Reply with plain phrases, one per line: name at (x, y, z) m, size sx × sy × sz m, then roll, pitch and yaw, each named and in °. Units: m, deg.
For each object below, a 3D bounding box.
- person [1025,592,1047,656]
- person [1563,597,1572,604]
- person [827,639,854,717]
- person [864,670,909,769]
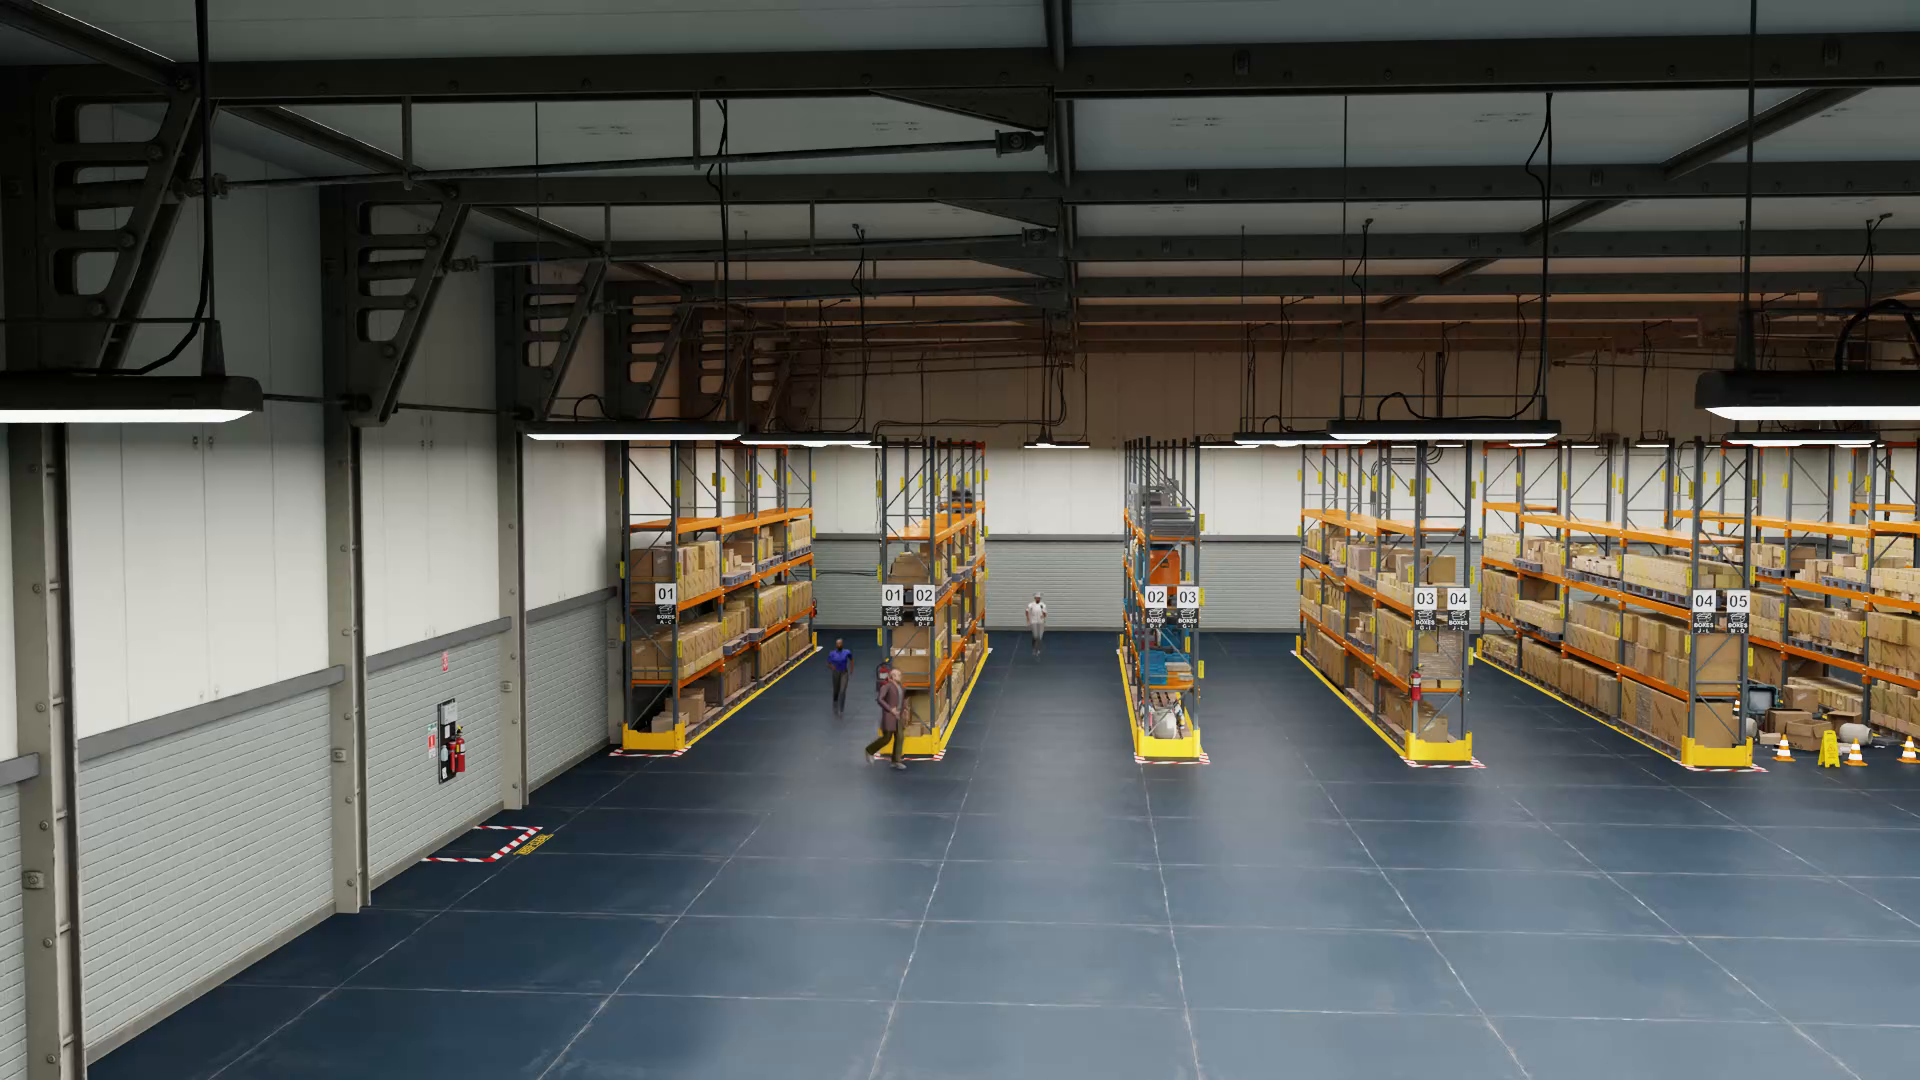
person at (2.068, 2.257, 44.537) m, size 0.552 × 1.724 × 0.639 m, roll -1°, pitch 3°, yaw -10°
person at (16.359, 2.428, 44.760) m, size 0.687 × 1.831 × 0.786 m, roll 0°, pitch 3°, yaw -4°
person at (-2.598, 2.975, 36.183) m, size 0.589 × 1.653 × 0.918 m, roll 0°, pitch 3°, yaw 0°
person at (-1.213, 3.277, 30.193) m, size 0.922 × 1.646 × 0.775 m, roll 2°, pitch 4°, yaw 36°
